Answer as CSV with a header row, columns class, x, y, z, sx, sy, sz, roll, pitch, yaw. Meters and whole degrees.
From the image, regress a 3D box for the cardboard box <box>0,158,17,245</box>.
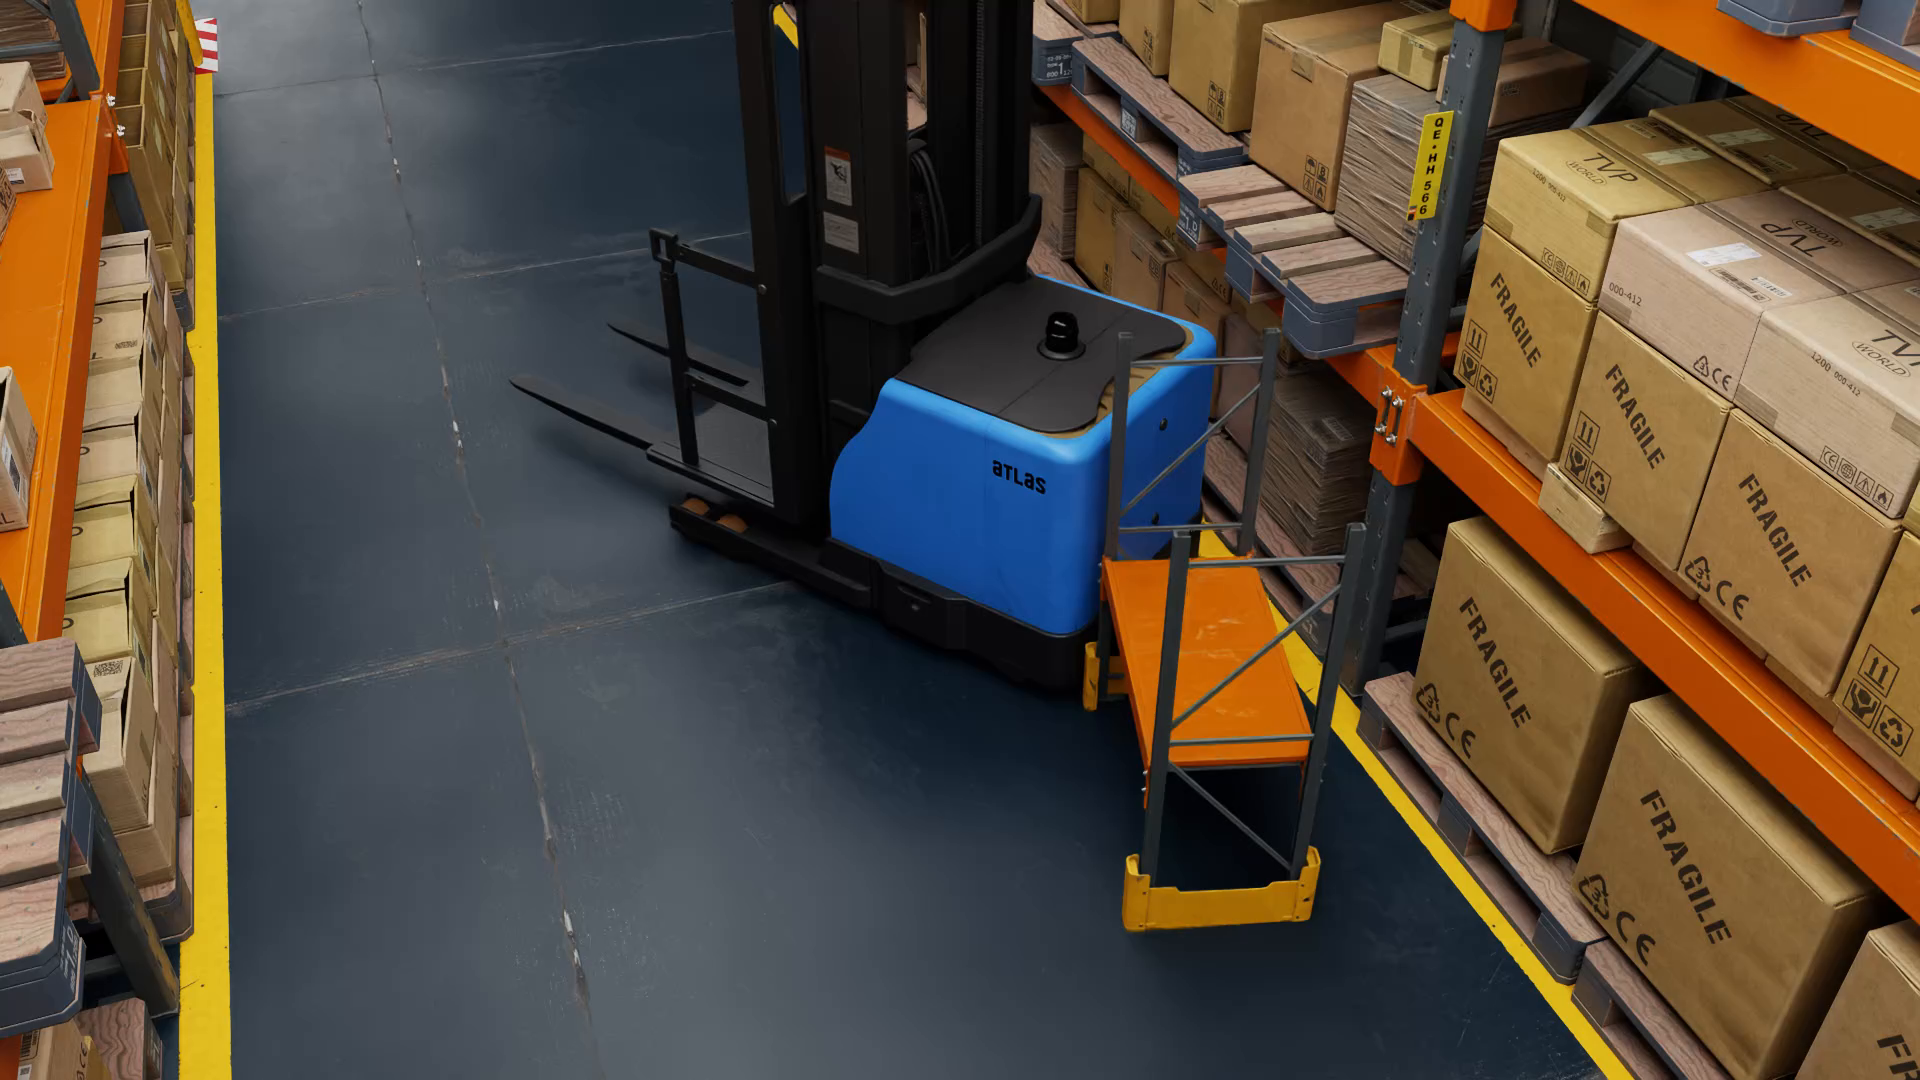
class,x,y,z,sx,sy,sz,roll,pitch,yaw
cardboard box,-3.735,-1.297,5.896,0.500,0.500,0.500,-10,38,-13

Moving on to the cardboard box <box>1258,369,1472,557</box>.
class,x,y,z,sx,sy,sz,roll,pitch,yaw
cardboard box,1.564,-0.334,6.412,0.700,0.500,0.500,-12,39,-15

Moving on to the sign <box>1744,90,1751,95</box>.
class,x,y,z,sx,sy,sz,roll,pitch,yaw
sign,2.381,-1.340,5.073,0.100,0.325,0.005,-12,39,-16

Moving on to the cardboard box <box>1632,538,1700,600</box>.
class,x,y,z,sx,sy,sz,roll,pitch,yaw
cardboard box,2.050,-0.006,4.457,0.380,0.149,0.250,-13,39,-16

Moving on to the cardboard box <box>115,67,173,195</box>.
class,x,y,z,sx,sy,sz,roll,pitch,yaw
cardboard box,-4.210,-1.969,8.184,0.500,0.500,0.500,-12,39,-16

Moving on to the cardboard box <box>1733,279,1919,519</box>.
class,x,y,z,sx,sy,sz,roll,pitch,yaw
cardboard box,2.137,-0.332,3.727,0.500,0.250,0.500,-12,39,-16

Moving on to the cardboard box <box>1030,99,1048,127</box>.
class,x,y,z,sx,sy,sz,roll,pitch,yaw
cardboard box,0.272,-2.360,9.379,0.380,0.166,0.250,-18,40,-22

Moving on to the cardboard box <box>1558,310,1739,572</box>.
class,x,y,z,sx,sy,sz,roll,pitch,yaw
cardboard box,1.959,-0.302,4.311,0.500,0.500,0.500,-11,38,-14

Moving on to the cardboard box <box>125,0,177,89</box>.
class,x,y,z,sx,sy,sz,roll,pitch,yaw
cardboard box,-4.720,-2.818,9.311,0.500,0.500,0.500,-12,39,-16

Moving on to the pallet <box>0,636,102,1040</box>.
class,x,y,z,sx,sy,sz,roll,pitch,yaw
pallet,-2.490,0.712,3.471,1.213,0.211,1.003,-12,39,-16

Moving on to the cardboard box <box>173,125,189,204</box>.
class,x,y,z,sx,sy,sz,roll,pitch,yaw
cardboard box,-4.375,-1.954,8.787,0.500,0.250,0.500,-12,39,-16

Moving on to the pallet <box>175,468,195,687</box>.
class,x,y,z,sx,sy,sz,roll,pitch,yaw
pallet,-3.452,0.220,6.283,1.003,0.211,1.213,-12,39,-16

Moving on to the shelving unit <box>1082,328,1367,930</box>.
class,x,y,z,sx,sy,sz,roll,pitch,yaw
shelving unit,0.767,0.274,5.140,0.587,1.500,1.083,-2,37,-3

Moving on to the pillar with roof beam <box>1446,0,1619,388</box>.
class,x,y,z,sx,sy,sz,roll,pitch,yaw
pillar with roof beam,-1.816,-3.179,3.491,9.100,9.000,0.400,-12,39,-16

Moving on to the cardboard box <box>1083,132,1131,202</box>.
class,x,y,z,sx,sy,sz,roll,pitch,yaw
cardboard box,0.908,-1.836,7.784,0.500,0.250,0.500,-13,39,-17

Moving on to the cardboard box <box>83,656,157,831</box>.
class,x,y,z,sx,sy,sz,roll,pitch,yaw
cardboard box,-2.693,0.617,4.908,0.500,0.311,0.500,-11,38,-14

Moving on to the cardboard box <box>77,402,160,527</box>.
class,x,y,z,sx,sy,sz,roll,pitch,yaw
cardboard box,-3.233,-0.257,6.068,0.500,0.311,0.500,-13,39,-17

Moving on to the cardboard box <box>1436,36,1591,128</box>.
class,x,y,z,sx,sy,sz,roll,pitch,yaw
cardboard box,1.714,-1.424,5.159,0.380,0.149,0.250,-18,40,-22

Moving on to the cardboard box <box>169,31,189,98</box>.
class,x,y,z,sx,sy,sz,roll,pitch,yaw
cardboard box,-4.896,-2.800,9.910,0.500,0.250,0.500,-12,39,-16

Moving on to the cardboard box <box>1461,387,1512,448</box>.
class,x,y,z,sx,sy,sz,roll,pitch,yaw
cardboard box,1.757,-0.434,5.025,0.380,0.149,0.250,-13,39,-17

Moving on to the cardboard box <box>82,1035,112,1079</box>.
class,x,y,z,sx,sy,sz,roll,pitch,yaw
cardboard box,-2.247,1.570,3.885,0.500,0.500,0.500,-11,38,-14

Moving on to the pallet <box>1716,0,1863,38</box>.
class,x,y,z,sx,sy,sz,roll,pitch,yaw
pallet,2.132,-1.530,3.953,1.213,0.211,1.003,-11,38,-14

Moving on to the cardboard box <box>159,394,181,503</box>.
class,x,y,z,sx,sy,sz,roll,pitch,yaw
cardboard box,-3.402,-0.313,6.608,0.500,0.250,0.500,-12,39,-15

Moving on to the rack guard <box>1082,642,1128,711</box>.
class,x,y,z,sx,sy,sz,roll,pitch,yaw
rack guard,0.735,0.474,5.913,0.587,0.250,0.087,-2,37,-3

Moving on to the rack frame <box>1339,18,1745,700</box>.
class,x,y,z,sx,sy,sz,roll,pitch,yaw
rack frame,1.861,-0.760,5.266,1.000,3.000,0.127,-12,39,-16

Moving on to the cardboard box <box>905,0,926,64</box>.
class,x,y,z,sx,sy,sz,roll,pitch,yaw
cardboard box,-0.337,-3.301,10.351,0.700,0.500,0.500,-15,39,-19

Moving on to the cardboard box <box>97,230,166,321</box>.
class,x,y,z,sx,sy,sz,roll,pitch,yaw
cardboard box,-3.757,-1.116,7.209,0.500,0.311,0.500,-12,39,-16

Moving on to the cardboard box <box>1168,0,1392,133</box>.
class,x,y,z,sx,sy,sz,roll,pitch,yaw
cardboard box,1.240,-1.939,6.382,0.700,0.500,0.500,-12,39,-16

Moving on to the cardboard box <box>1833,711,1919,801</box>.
class,x,y,z,sx,sy,sz,roll,pitch,yaw
cardboard box,2.295,0.430,3.878,0.380,0.149,0.250,-12,39,-16

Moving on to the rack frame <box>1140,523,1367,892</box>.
class,x,y,z,sx,sy,sz,roll,pitch,yaw
rack frame,0.800,0.574,4.742,0.500,1.500,0.032,-2,37,-3

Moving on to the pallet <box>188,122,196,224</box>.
class,x,y,z,sx,sy,sz,roll,pitch,yaw
pallet,-4.823,-2.027,9.265,1.003,0.211,1.213,-12,39,-16

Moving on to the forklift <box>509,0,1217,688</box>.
class,x,y,z,sx,sy,sz,roll,pitch,yaw
forklift,-0.560,-1.341,6.094,3.031,2.935,1.130,23,43,27

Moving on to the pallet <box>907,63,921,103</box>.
class,x,y,z,sx,sy,sz,roll,pitch,yaw
pallet,-0.203,-2.969,10.516,1.003,0.211,1.213,-12,39,-16

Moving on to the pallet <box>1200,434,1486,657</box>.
class,x,y,z,sx,sy,sz,roll,pitch,yaw
pallet,1.594,-0.088,6.692,1.003,0.211,1.213,-12,39,-16

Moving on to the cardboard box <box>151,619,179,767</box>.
class,x,y,z,sx,sy,sz,roll,pitch,yaw
cardboard box,-2.867,0.557,5.453,0.500,0.250,0.500,-13,39,-17

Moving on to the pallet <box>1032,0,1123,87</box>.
class,x,y,z,sx,sy,sz,roll,pitch,yaw
pallet,0.611,-2.482,7.711,1.003,0.211,1.213,-12,39,-16

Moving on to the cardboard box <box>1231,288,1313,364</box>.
class,x,y,z,sx,sy,sz,roll,pitch,yaw
cardboard box,1.427,-0.968,6.631,0.500,0.250,0.500,-12,39,-15

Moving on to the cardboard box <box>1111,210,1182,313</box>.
class,x,y,z,sx,sy,sz,roll,pitch,yaw
cardboard box,1.116,-1.207,7.571,0.700,0.500,0.500,-12,39,-15

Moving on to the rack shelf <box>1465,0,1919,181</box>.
class,x,y,z,sx,sy,sz,roll,pitch,yaw
rack shelf,2.549,-0.541,3.080,1.077,0.370,4.000,-12,39,-16

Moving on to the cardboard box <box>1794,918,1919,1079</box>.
class,x,y,z,sx,sy,sz,roll,pitch,yaw
cardboard box,2.583,1.348,3.905,0.750,0.750,0.750,-11,38,-15

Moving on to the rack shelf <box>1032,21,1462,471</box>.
class,x,y,z,sx,sy,sz,roll,pitch,yaw
rack shelf,1.173,-1.603,6.983,1.077,0.370,4.000,-12,39,-16
